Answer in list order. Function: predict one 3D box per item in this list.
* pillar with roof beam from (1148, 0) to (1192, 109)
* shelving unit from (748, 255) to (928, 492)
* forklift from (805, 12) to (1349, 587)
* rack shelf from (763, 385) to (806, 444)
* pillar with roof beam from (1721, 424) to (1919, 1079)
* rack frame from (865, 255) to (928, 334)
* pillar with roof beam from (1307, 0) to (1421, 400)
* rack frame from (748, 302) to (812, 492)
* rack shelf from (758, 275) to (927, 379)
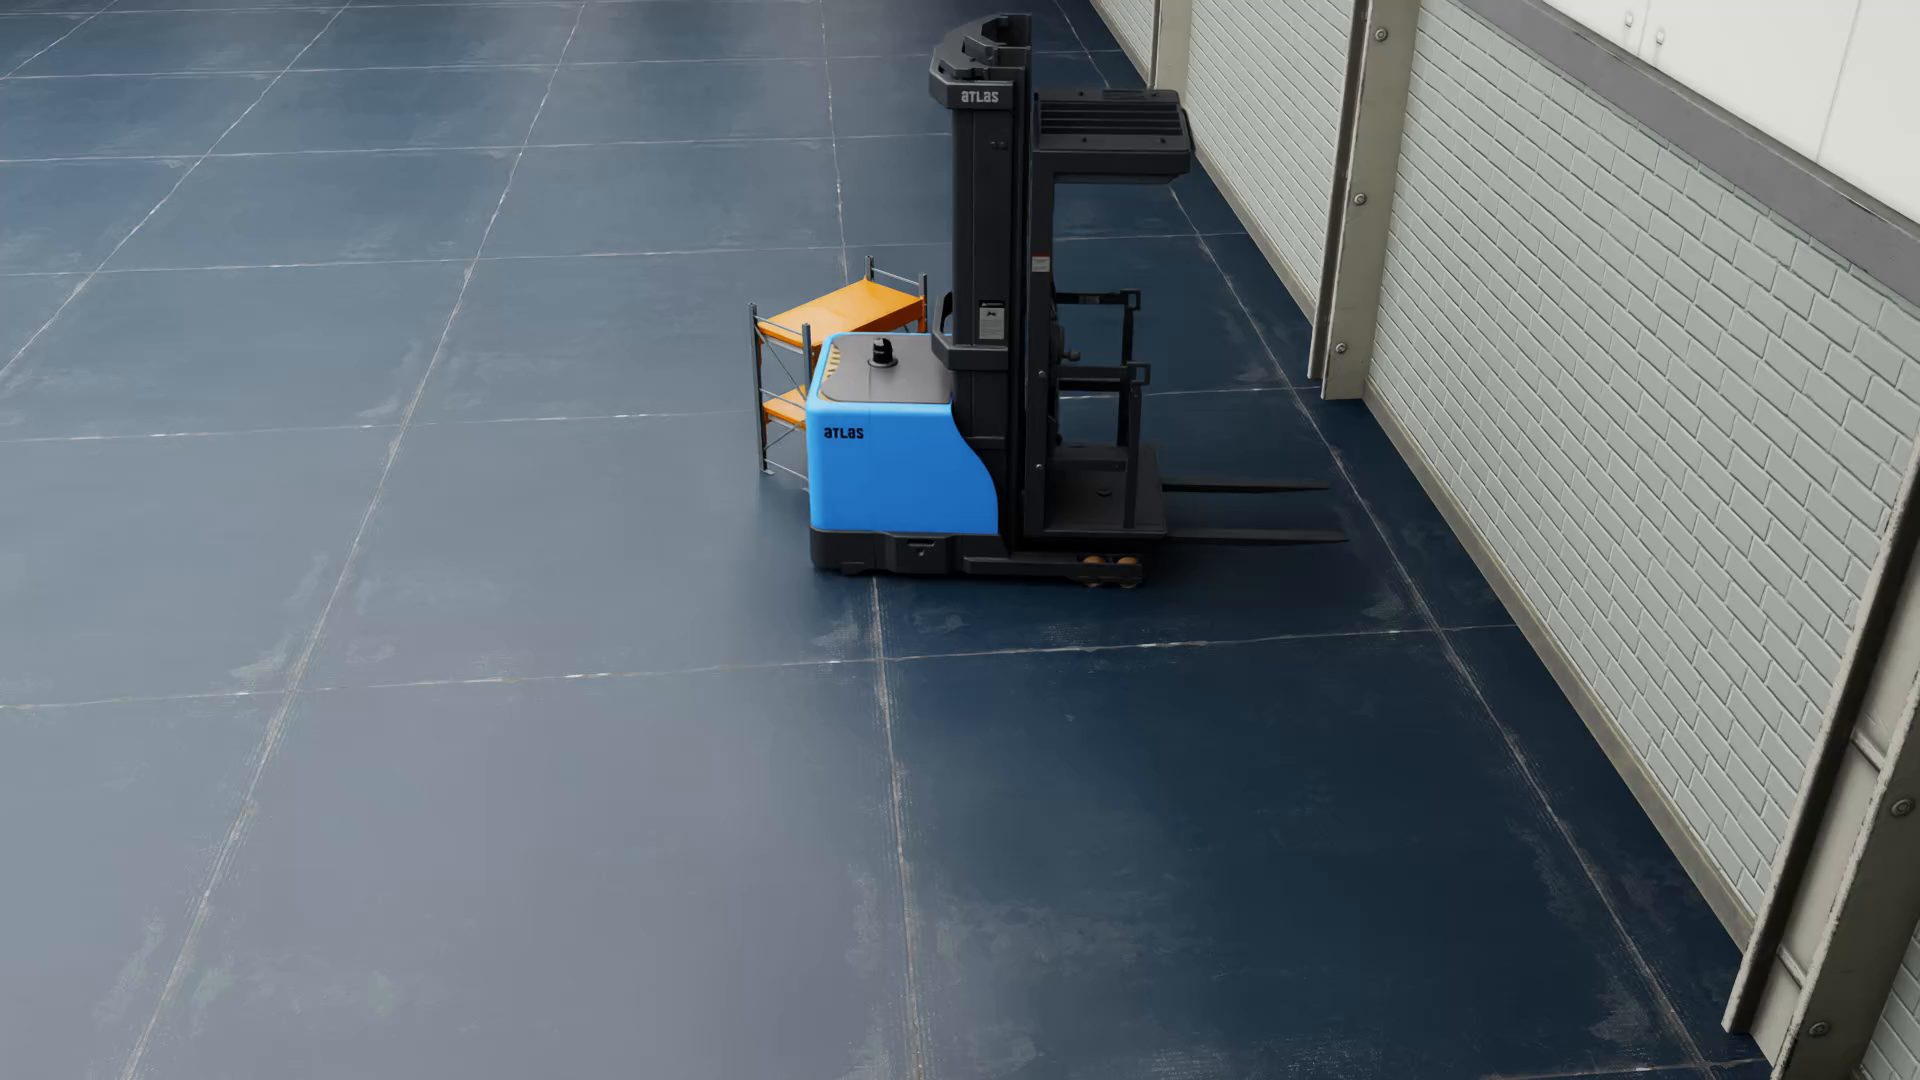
[{"bbox_3d":[-2.234,-7.787,14.011,9.100,9.000,0.400,-3,31,-5],"label":"pillar with roof beam"},{"bbox_3d":[-0.736,-1.046,10.404,0.538,1.125,1.048,24,38,34],"label":"shelving unit"},{"bbox_3d":[0.685,-1.274,9.025,3.031,2.935,1.130,1,31,2],"label":"forklift"},{"bbox_3d":[-0.736,-0.836,10.529,0.538,0.278,1.000,24,38,34],"label":"rack shelf"},{"bbox_3d":[-1.113,-1.660,3.754,9.100,9.000,0.400,-3,31,-5],"label":"pillar with roof beam"},{"bbox_3d":[-0.404,-1.243,10.735,0.500,1.125,0.032,24,38,34],"label":"rack frame"},{"bbox_3d":[-1.673,-4.723,8.882,9.100,9.000,0.400,-3,31,-5],"label":"pillar with roof beam"},{"bbox_3d":[-1.067,-0.848,10.074,0.500,1.125,0.032,24,38,34],"label":"rack frame"},{"bbox_3d":[-0.736,-1.297,10.254,0.538,0.278,1.000,24,38,34],"label":"rack shelf"}]
